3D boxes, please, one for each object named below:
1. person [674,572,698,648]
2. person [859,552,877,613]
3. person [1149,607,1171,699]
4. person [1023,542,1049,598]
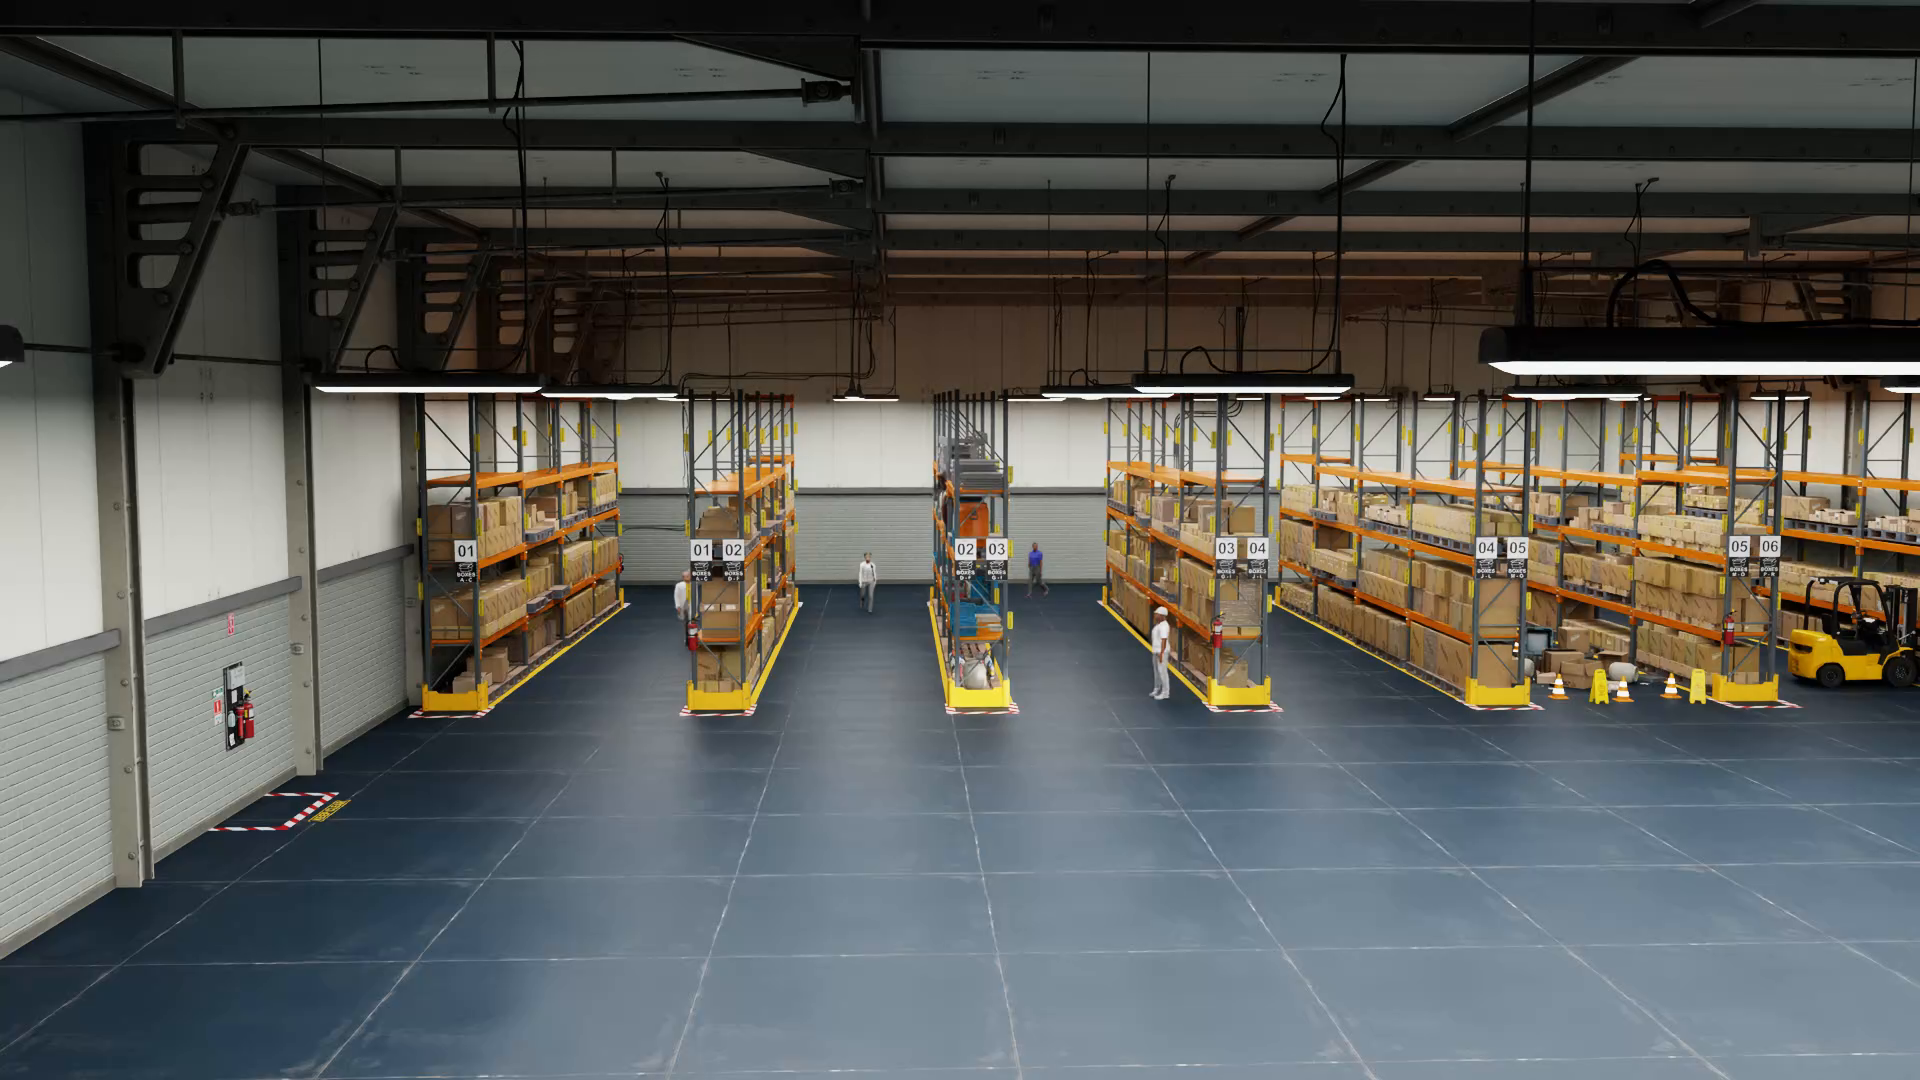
[{"bbox_3d":[-6.488,1.624,39.379,0.540,1.745,1.018,0,5,0],"label":"person"},{"bbox_3d":[-2.534,1.151,45.798,0.491,1.654,0.707,0,5,-4],"label":"person"},{"bbox_3d":[3.899,2.184,32.441,0.401,1.771,0.619,-1,5,-11],"label":"person"},{"bbox_3d":[2.247,0.884,49.247,0.814,1.634,0.457,-4,6,-41],"label":"person"}]
